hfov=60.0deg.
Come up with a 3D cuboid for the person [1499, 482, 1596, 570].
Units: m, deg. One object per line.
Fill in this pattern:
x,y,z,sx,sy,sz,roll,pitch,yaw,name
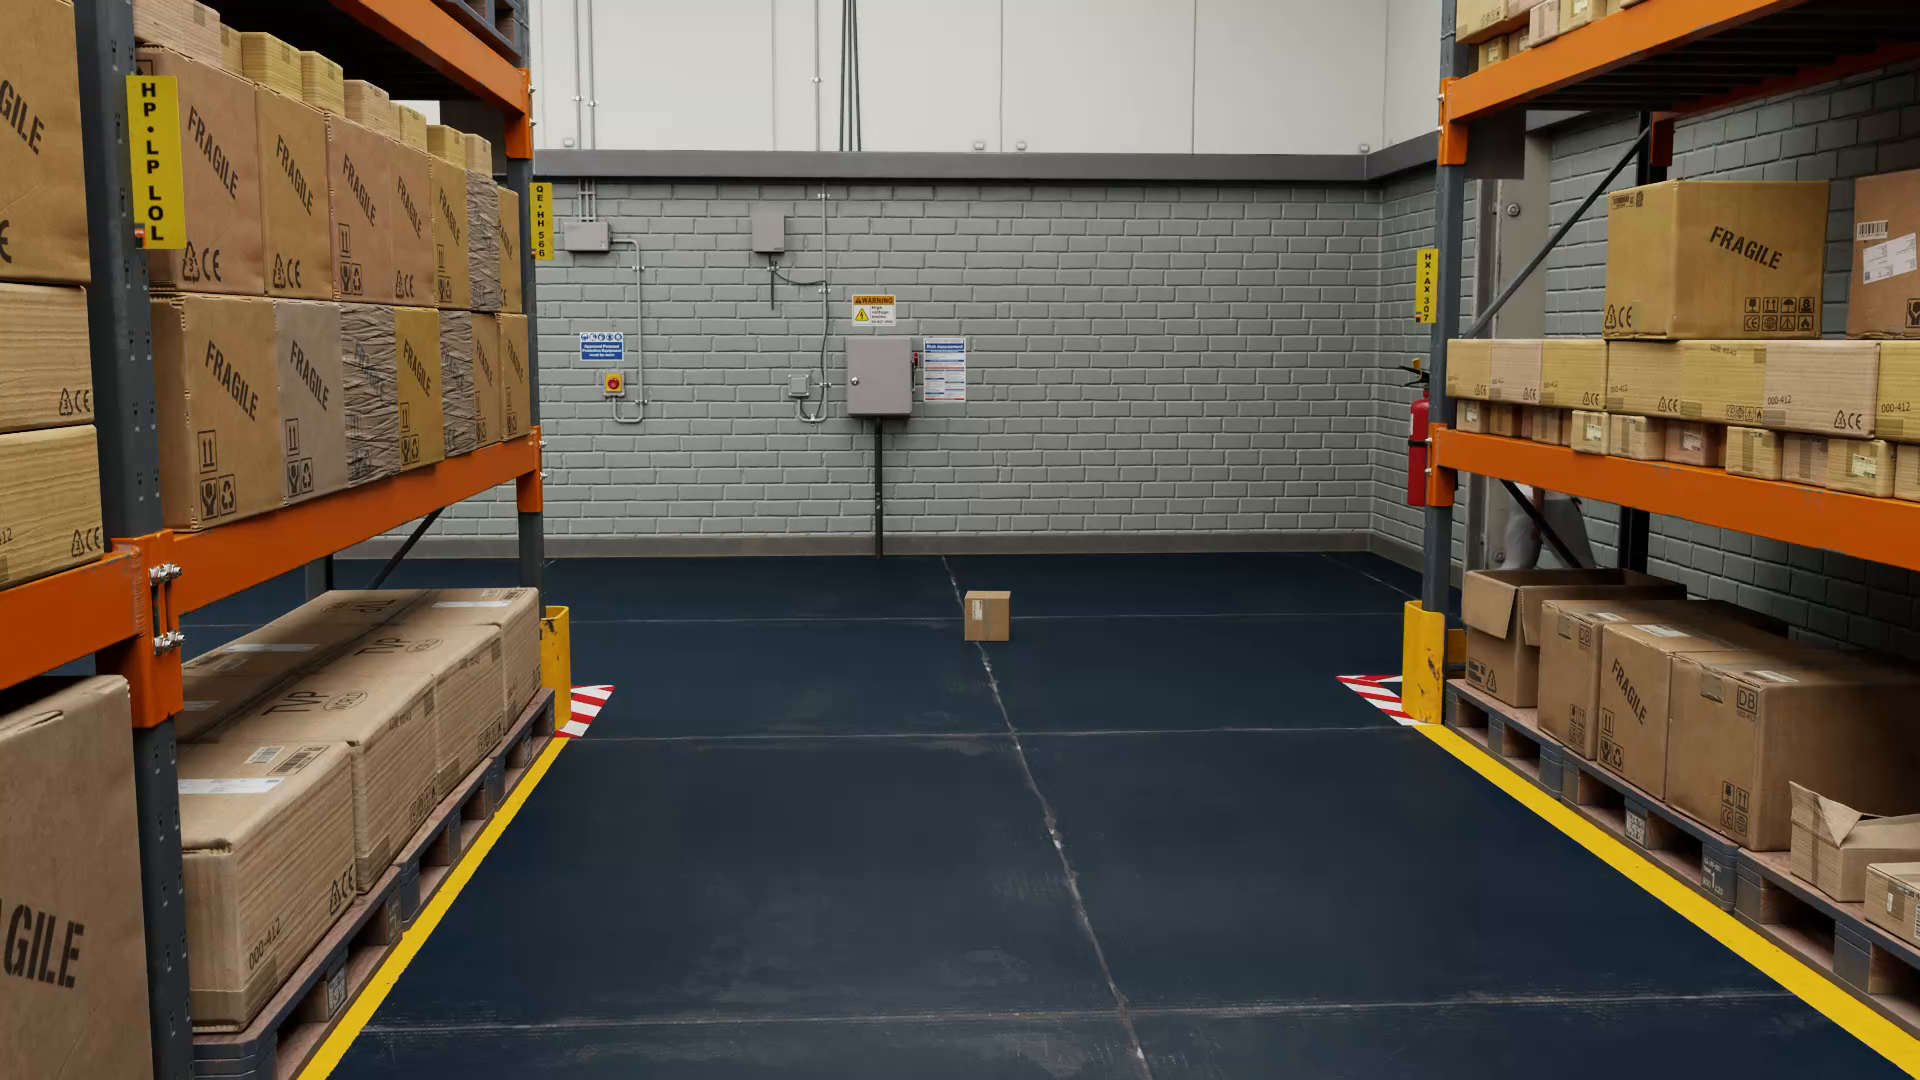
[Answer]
3.182,-0.216,8.783,0.837,1.661,0.455,0,7,-2,person
